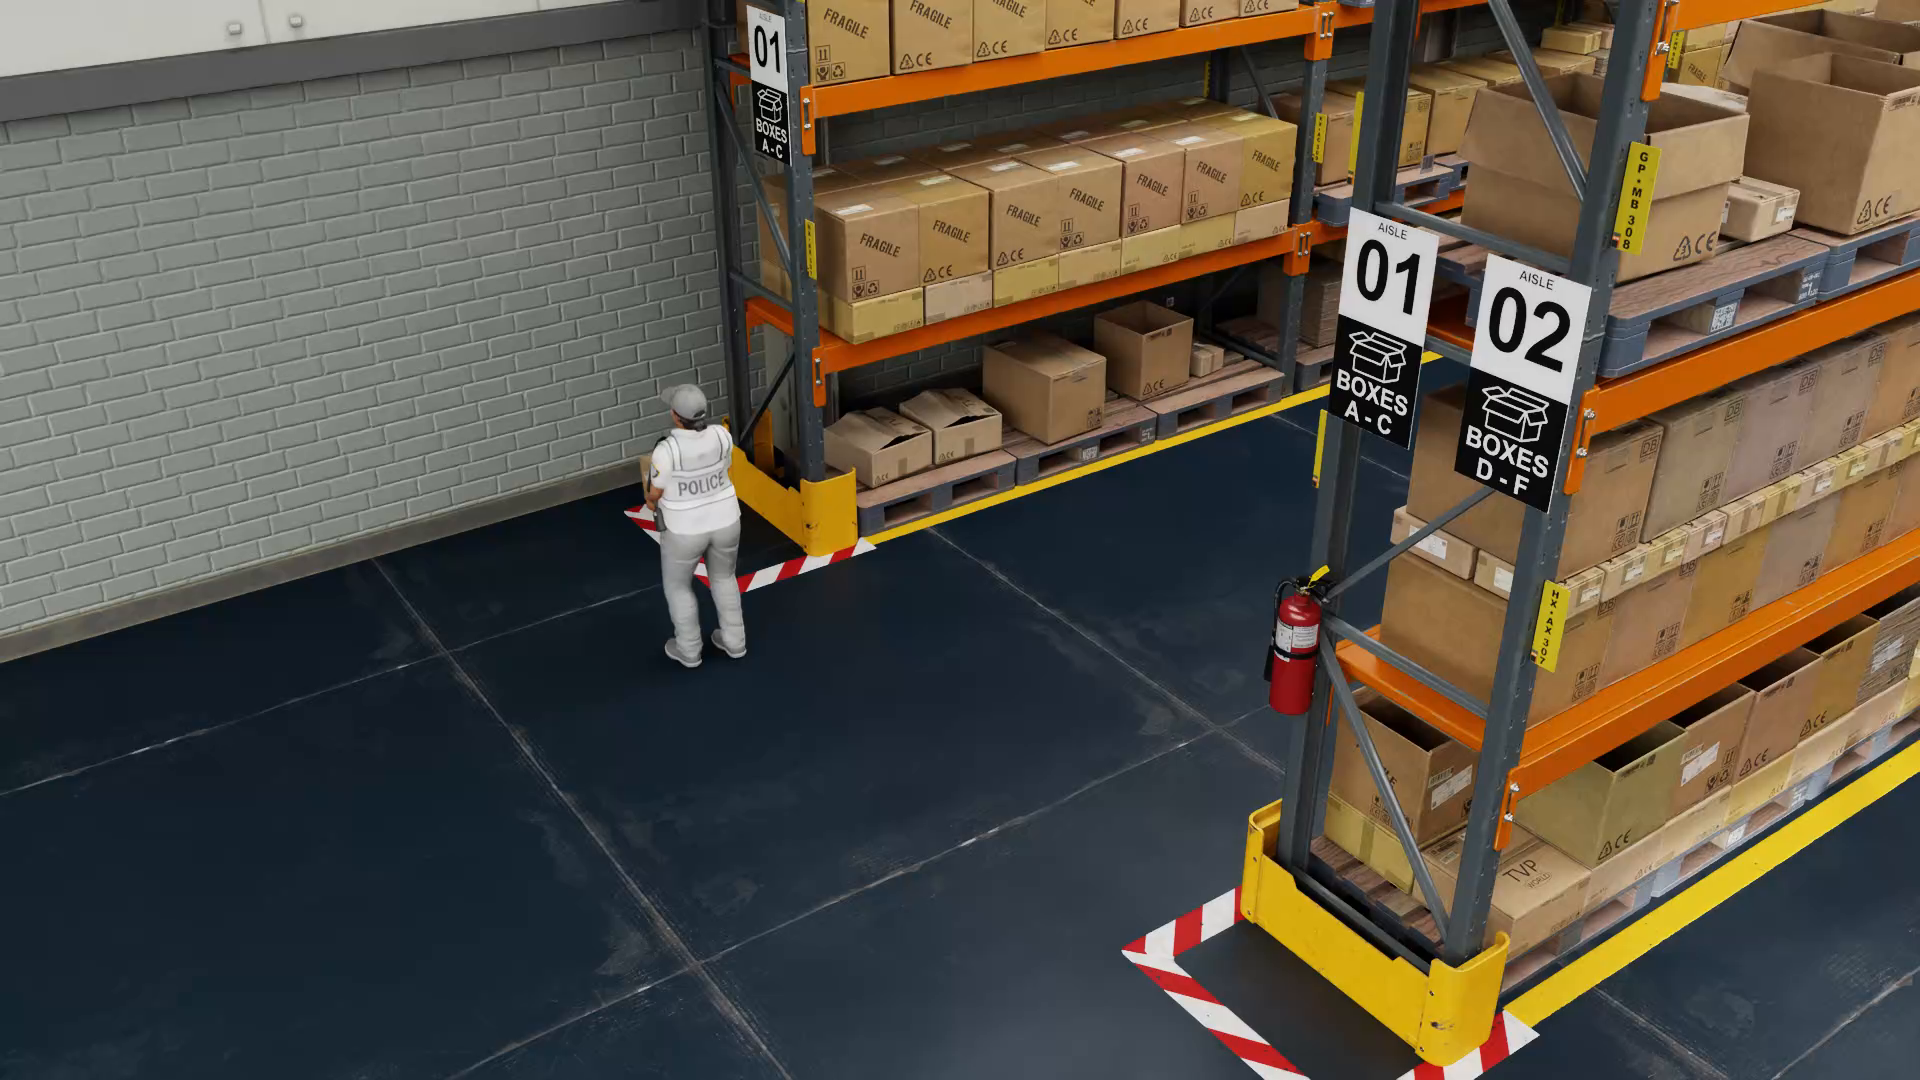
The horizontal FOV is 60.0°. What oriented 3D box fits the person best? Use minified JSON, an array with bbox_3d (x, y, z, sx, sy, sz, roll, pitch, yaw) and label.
[{"bbox_3d":[-1.426,-0.101,8.812,0.454,1.655,0.536,-19,34,-31],"label":"person"}]
